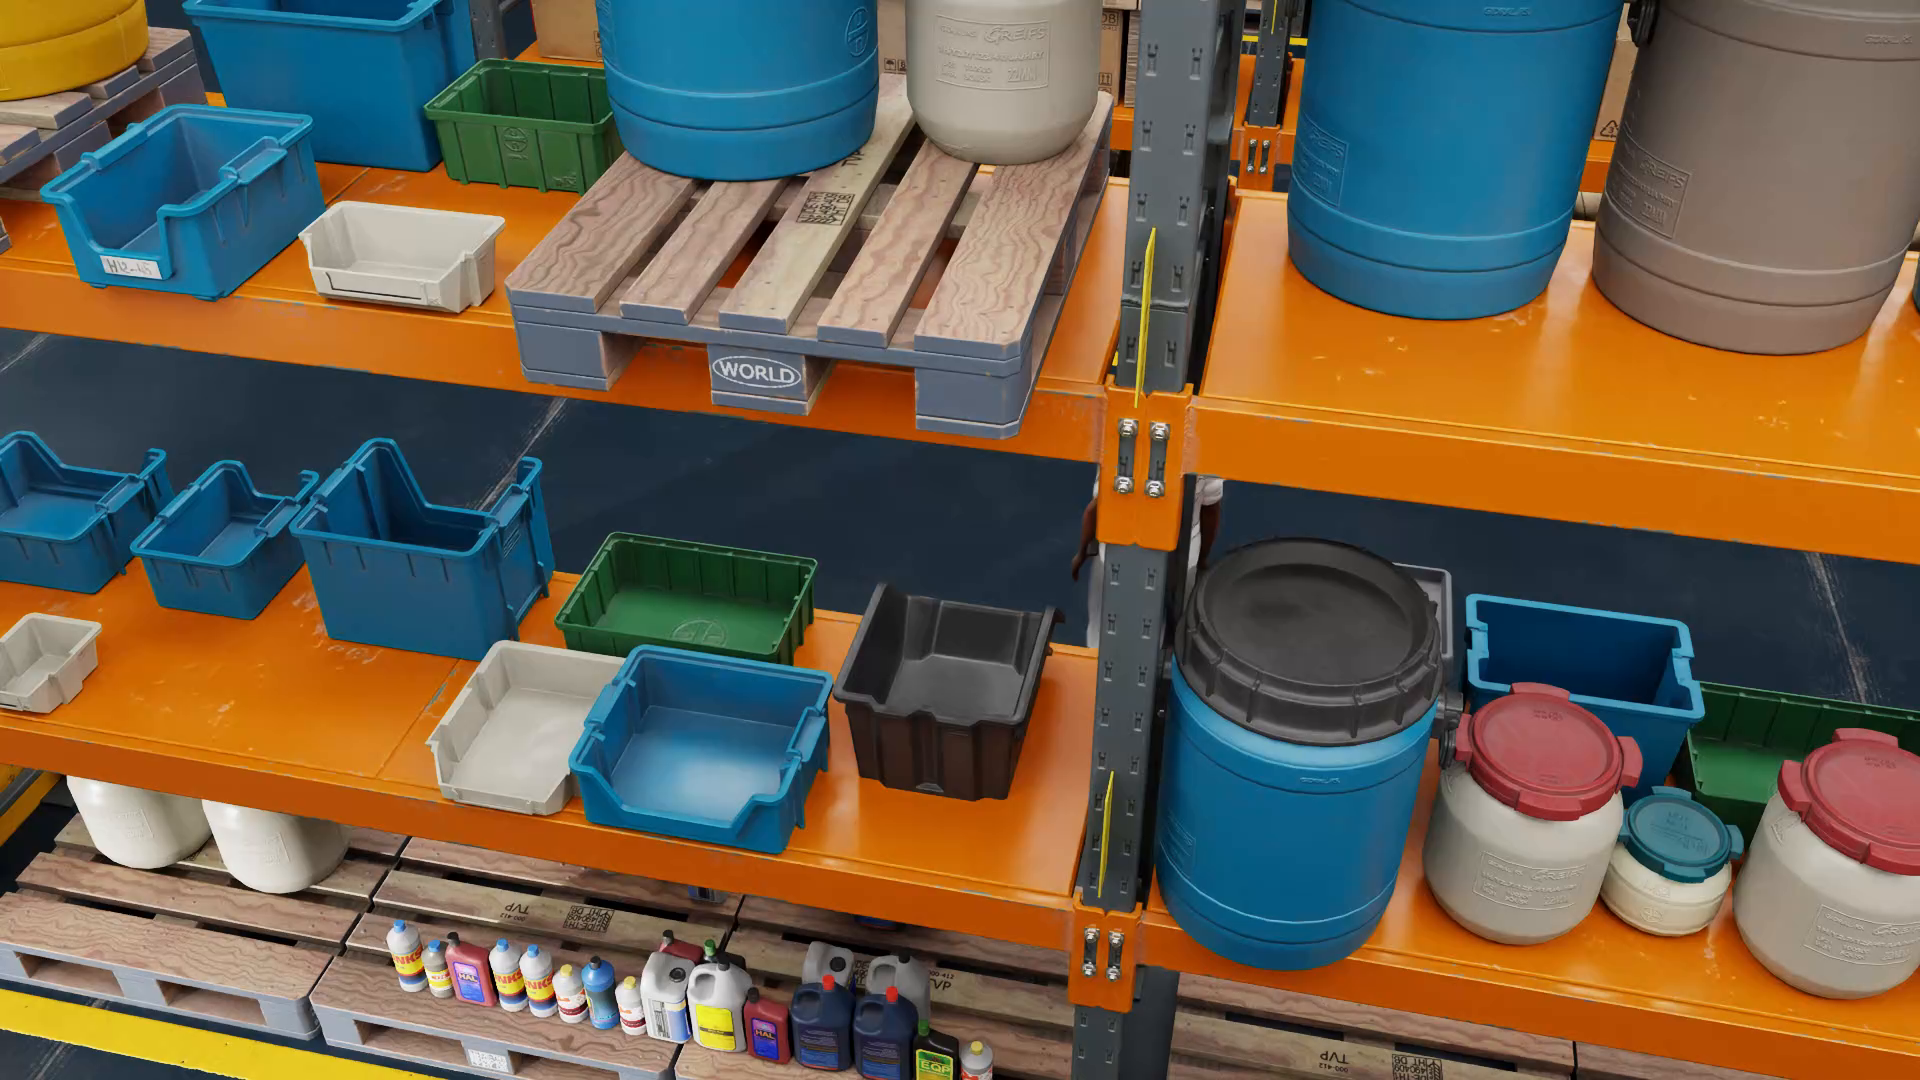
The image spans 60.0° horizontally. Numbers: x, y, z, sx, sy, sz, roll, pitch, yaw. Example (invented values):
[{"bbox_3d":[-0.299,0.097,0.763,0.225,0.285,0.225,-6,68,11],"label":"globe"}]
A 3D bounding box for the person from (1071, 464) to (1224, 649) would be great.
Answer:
[{"bbox_3d":[0.679,0.059,6.015,0.548,1.683,0.427,-2,37,-3],"label":"person"}]
